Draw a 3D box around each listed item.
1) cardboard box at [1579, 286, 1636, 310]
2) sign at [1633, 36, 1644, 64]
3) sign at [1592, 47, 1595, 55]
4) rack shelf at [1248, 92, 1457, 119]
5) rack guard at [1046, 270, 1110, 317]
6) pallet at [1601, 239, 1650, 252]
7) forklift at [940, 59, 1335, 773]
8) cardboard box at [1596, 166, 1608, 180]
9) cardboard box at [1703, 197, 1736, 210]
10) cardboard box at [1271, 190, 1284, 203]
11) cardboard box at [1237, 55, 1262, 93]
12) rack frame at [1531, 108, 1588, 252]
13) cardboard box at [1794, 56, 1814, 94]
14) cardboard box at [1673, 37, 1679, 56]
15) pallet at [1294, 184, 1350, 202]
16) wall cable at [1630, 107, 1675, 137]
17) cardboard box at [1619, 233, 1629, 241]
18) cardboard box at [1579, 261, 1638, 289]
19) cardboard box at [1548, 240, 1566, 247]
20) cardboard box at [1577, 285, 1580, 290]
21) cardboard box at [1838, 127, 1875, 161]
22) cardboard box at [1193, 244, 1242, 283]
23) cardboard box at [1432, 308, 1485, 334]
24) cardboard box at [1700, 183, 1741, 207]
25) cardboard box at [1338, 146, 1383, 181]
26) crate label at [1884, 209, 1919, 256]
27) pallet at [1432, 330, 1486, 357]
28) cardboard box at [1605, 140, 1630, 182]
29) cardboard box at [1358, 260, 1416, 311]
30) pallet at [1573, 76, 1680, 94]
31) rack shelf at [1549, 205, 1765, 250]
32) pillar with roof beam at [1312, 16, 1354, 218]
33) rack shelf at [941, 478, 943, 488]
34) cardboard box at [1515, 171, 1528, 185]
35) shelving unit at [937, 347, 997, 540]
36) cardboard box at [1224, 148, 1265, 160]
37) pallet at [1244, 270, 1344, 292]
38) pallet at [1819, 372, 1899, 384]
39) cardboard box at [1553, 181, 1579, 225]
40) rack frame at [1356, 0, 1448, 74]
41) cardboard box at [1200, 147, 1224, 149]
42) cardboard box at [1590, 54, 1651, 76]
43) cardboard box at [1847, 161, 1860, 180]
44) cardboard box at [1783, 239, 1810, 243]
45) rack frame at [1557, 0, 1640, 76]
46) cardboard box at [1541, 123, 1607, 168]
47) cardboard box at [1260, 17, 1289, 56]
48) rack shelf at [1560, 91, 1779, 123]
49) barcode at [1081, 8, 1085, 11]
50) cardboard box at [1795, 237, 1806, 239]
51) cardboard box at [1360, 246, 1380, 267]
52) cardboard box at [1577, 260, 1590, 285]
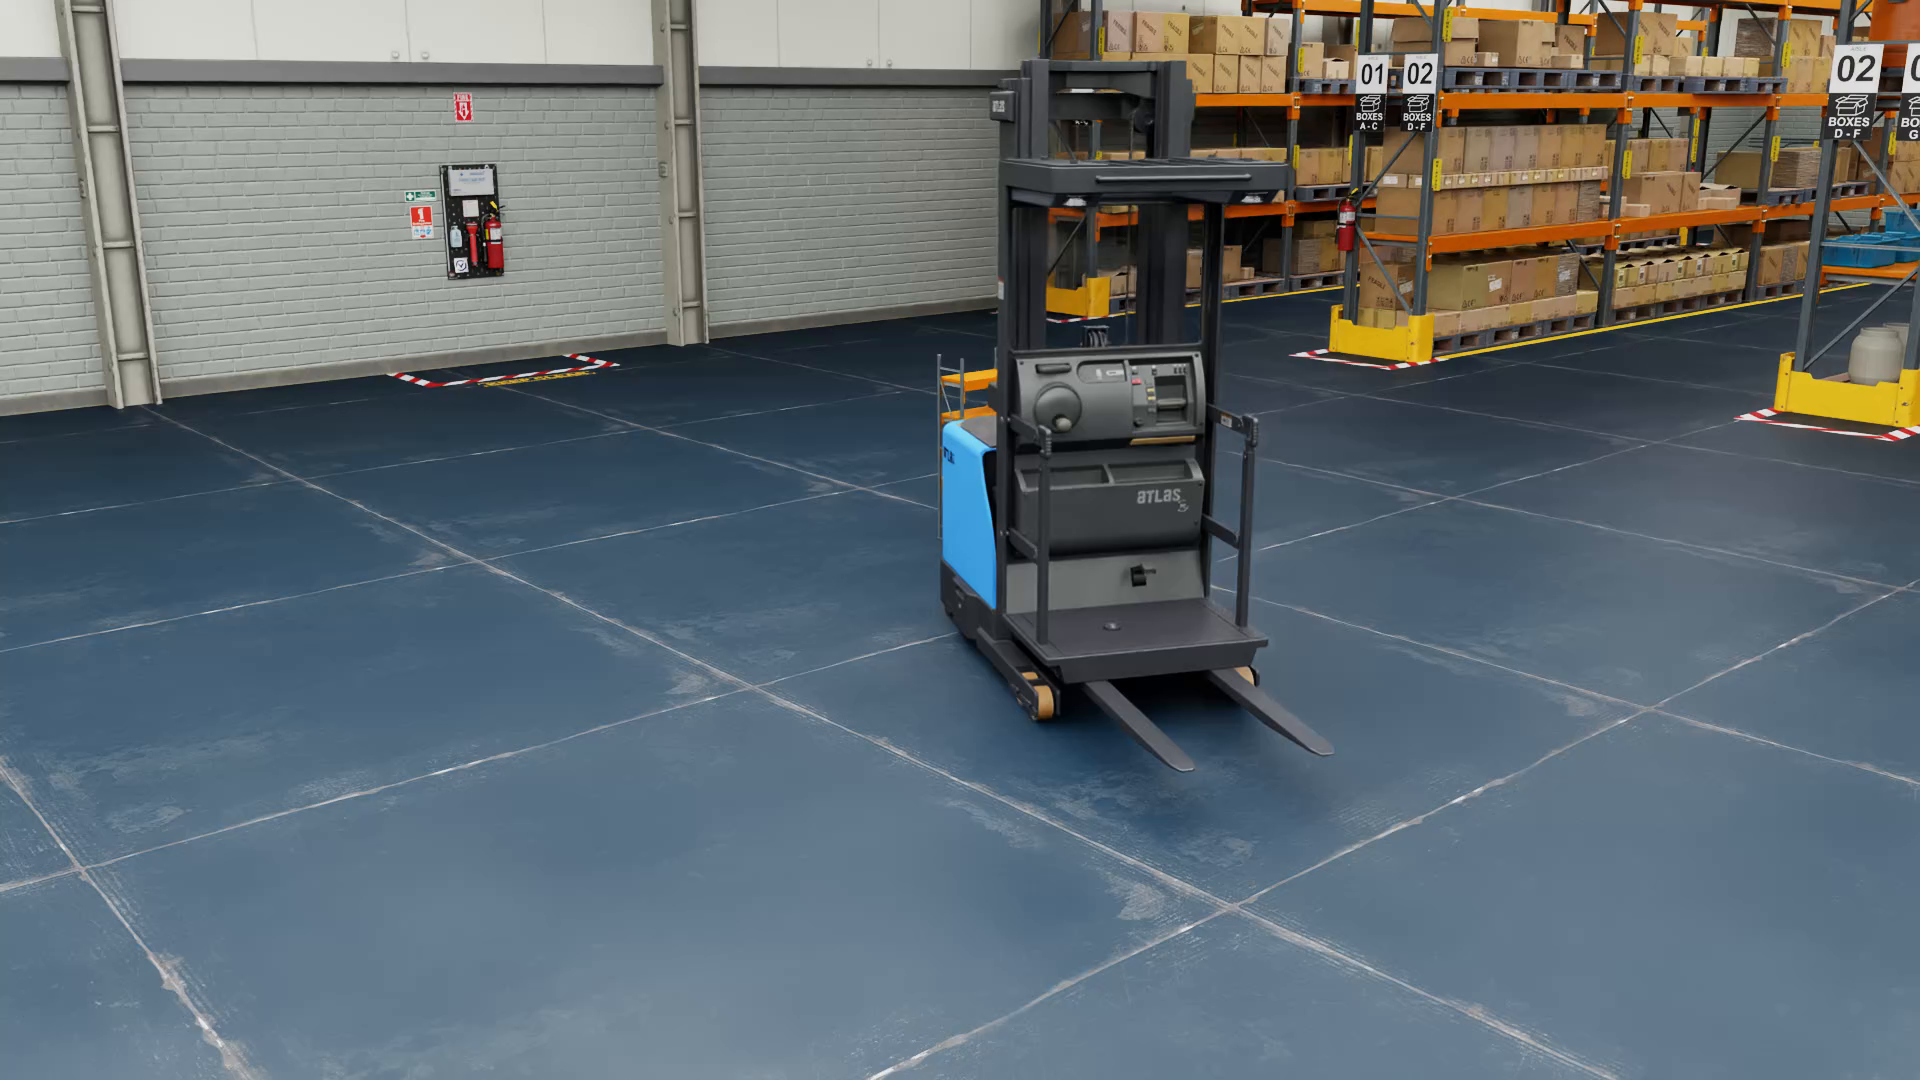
[{"bbox_3d":[8.145,-3.073,20.955,0.500,0.250,0.500,-13,20,-41],"label":"cardboard box"},{"bbox_3d":[8.044,-5.807,19.711,0.005,0.325,0.100,-13,19,-39],"label":"sign"},{"bbox_3d":[10.822,-8.244,28.377,0.005,0.325,0.100,-13,19,-39],"label":"sign"},{"bbox_3d":[5.932,-6.582,25.161,4.000,0.370,1.077,-13,19,-39],"label":"rack shelf"},{"bbox_3d":[1.464,-3.269,22.021,0.348,0.500,1.175,-13,19,-39],"label":"rack guard"},{"bbox_3d":[12.005,-5.471,30.823,1.213,0.211,1.003,-13,19,-39],"label":"pallet"},{"bbox_3d":[0.778,-0.696,7.676,1.130,2.935,3.031,-4,15,-15],"label":"forklift"},{"bbox_3d":[7.614,-4.452,20.154,0.250,0.149,0.380,-13,20,-39],"label":"cardboard box"},{"bbox_3d":[10.199,-4.528,22.376,0.250,0.149,0.380,-13,19,-39],"label":"cardboard box"},{"bbox_3d":[4.265,-4.940,23.682,0.500,0.250,0.500,-13,19,-39],"label":"cardboard box"},{"bbox_3d":[3.815,-6.432,22.972,0.500,0.500,0.500,14,20,42],"label":"cardboard box"},{"bbox_3d":[10.459,-6.497,29.260,0.127,3.000,1.000,-13,19,-39],"label":"rack frame"},{"bbox_3d":[11.388,-6.520,23.340,0.500,0.500,0.910,-13,19,-39],"label":"cardboard box"},{"bbox_3d":[12.719,-8.905,30.293,0.500,0.500,0.500,-12,19,-38],"label":"cardboard box"},{"bbox_3d":[5.096,-5.150,24.590,1.213,0.211,1.003,-13,19,-39],"label":"pallet"},{"bbox_3d":[13.821,-8.066,33.168,1.851,1.984,0.084,-13,19,-39],"label":"wall cable"},{"bbox_3d":[11.860,-5.770,30.568,0.500,0.500,0.700,-12,19,-38],"label":"cardboard box"},{"bbox_3d":[8.154,-3.345,20.888,0.500,0.311,0.500,-13,19,-39],"label":"cardboard box"},{"bbox_3d":[10.054,-5.526,28.977,0.750,0.750,0.750,-12,19,-39],"label":"cardboard box"},{"bbox_3d":[7.801,-3.179,21.354,0.500,0.250,0.500,-13,20,-40],"label":"cardboard box"},{"bbox_3d":[13.925,-6.201,26.020,0.500,0.500,0.500,-13,19,-39],"label":"cardboard box"},{"bbox_3d":[3.667,-3.963,23.765,0.500,0.500,0.500,14,21,43],"label":"cardboard box"},{"bbox_3d":[5.586,-2.508,18.840,0.500,0.250,0.500,-13,19,-39],"label":"cardboard box"},{"bbox_3d":[10.393,-4.759,22.928,0.500,0.311,0.500,-11,19,-36],"label":"cardboard box"},{"bbox_3d":[6.168,-5.783,25.542,0.500,0.500,0.700,-13,19,-39],"label":"cardboard box"},{"bbox_3d":[9.120,-2.917,15.789,0.616,0.435,0.502,-13,19,-39],"label":"crate label"},{"bbox_3d":[5.210,-2.291,18.917,1.213,0.211,1.003,-13,19,-39],"label":"pallet"},{"bbox_3d":[11.433,-6.853,30.013,0.700,0.700,0.980,-13,20,-41],"label":"cardboard box"},{"bbox_3d":[4.870,-2.886,18.803,0.500,0.500,0.500,-13,19,-39],"label":"cardboard box"},{"bbox_3d":[8.335,-5.687,20.785,1.217,0.209,0.805,-14,20,-42],"label":"pallet"},{"bbox_3d":[9.187,-4.169,21.940,4.000,0.370,1.077,-13,19,-39],"label":"rack shelf"},{"bbox_3d":[8.719,-7.828,22.618,0.400,9.000,9.100,-13,19,-39],"label":"pillar with roof beam"},{"bbox_3d":[0.125,-0.351,10.769,0.480,0.148,0.258,-13,19,-39],"label":"rack shelf"},{"bbox_3d":[6.258,-4.147,19.011,0.250,0.149,0.380,-12,19,-39],"label":"cardboard box"},{"bbox_3d":[0.125,-0.608,10.700,0.503,1.200,0.258,-13,19,-39],"label":"shelving unit"},{"bbox_3d":[3.897,-5.215,23.261,0.500,0.500,0.500,-13,20,-40],"label":"cardboard box"},{"bbox_3d":[5.010,-3.927,25.041,1.213,0.211,1.003,-13,19,-39],"label":"pallet"},{"bbox_3d":[8.552,-1.347,15.383,1.213,0.211,1.003,-13,19,-39],"label":"pallet"},{"bbox_3d":[6.954,-4.059,19.941,0.500,0.500,0.700,-13,20,-40],"label":"cardboard box"},{"bbox_3d":[4.661,-6.399,17.268,0.127,3.000,1.000,-13,19,-39],"label":"rack frame"},{"bbox_3d":[3.539,-5.315,23.636,0.500,0.500,0.500,-13,20,-40],"label":"cardboard box"},{"bbox_3d":[8.149,-5.860,20.541,0.500,0.250,0.500,-10,18,-34],"label":"cardboard box"},{"bbox_3d":[13.922,-5.716,26.143,0.500,0.500,0.500,-12,19,-38],"label":"cardboard box"},{"bbox_3d":[12.390,-4.145,24.447,0.500,0.500,0.500,-14,20,-41],"label":"cardboard box"},{"bbox_3d":[7.678,-7.076,19.805,0.127,3.000,1.000,-13,19,-39],"label":"rack frame"},{"bbox_3d":[7.348,-4.777,20.112,0.500,0.500,0.700,-13,19,-39],"label":"cardboard box"},{"bbox_3d":[4.224,-6.994,23.140,0.500,0.500,0.500,14,20,42],"label":"cardboard box"},{"bbox_3d":[9.187,-5.618,21.553,4.000,0.370,1.077,-13,19,-39],"label":"rack shelf"},{"bbox_3d":[1.614,-6.952,21.858,0.075,0.075,0.001,-13,19,-39],"label":"barcode"},{"bbox_3d":[12.412,-4.328,25.131,0.500,0.500,0.500,-12,19,-39],"label":"cardboard box"},{"bbox_3d":[6.111,-4.538,25.917,0.500,0.500,0.700,-13,20,-40],"label":"cardboard box"},{"bbox_3d":[7.796,-3.448,21.273,0.500,0.311,0.500,-13,19,-39],"label":"cardboard box"}]
